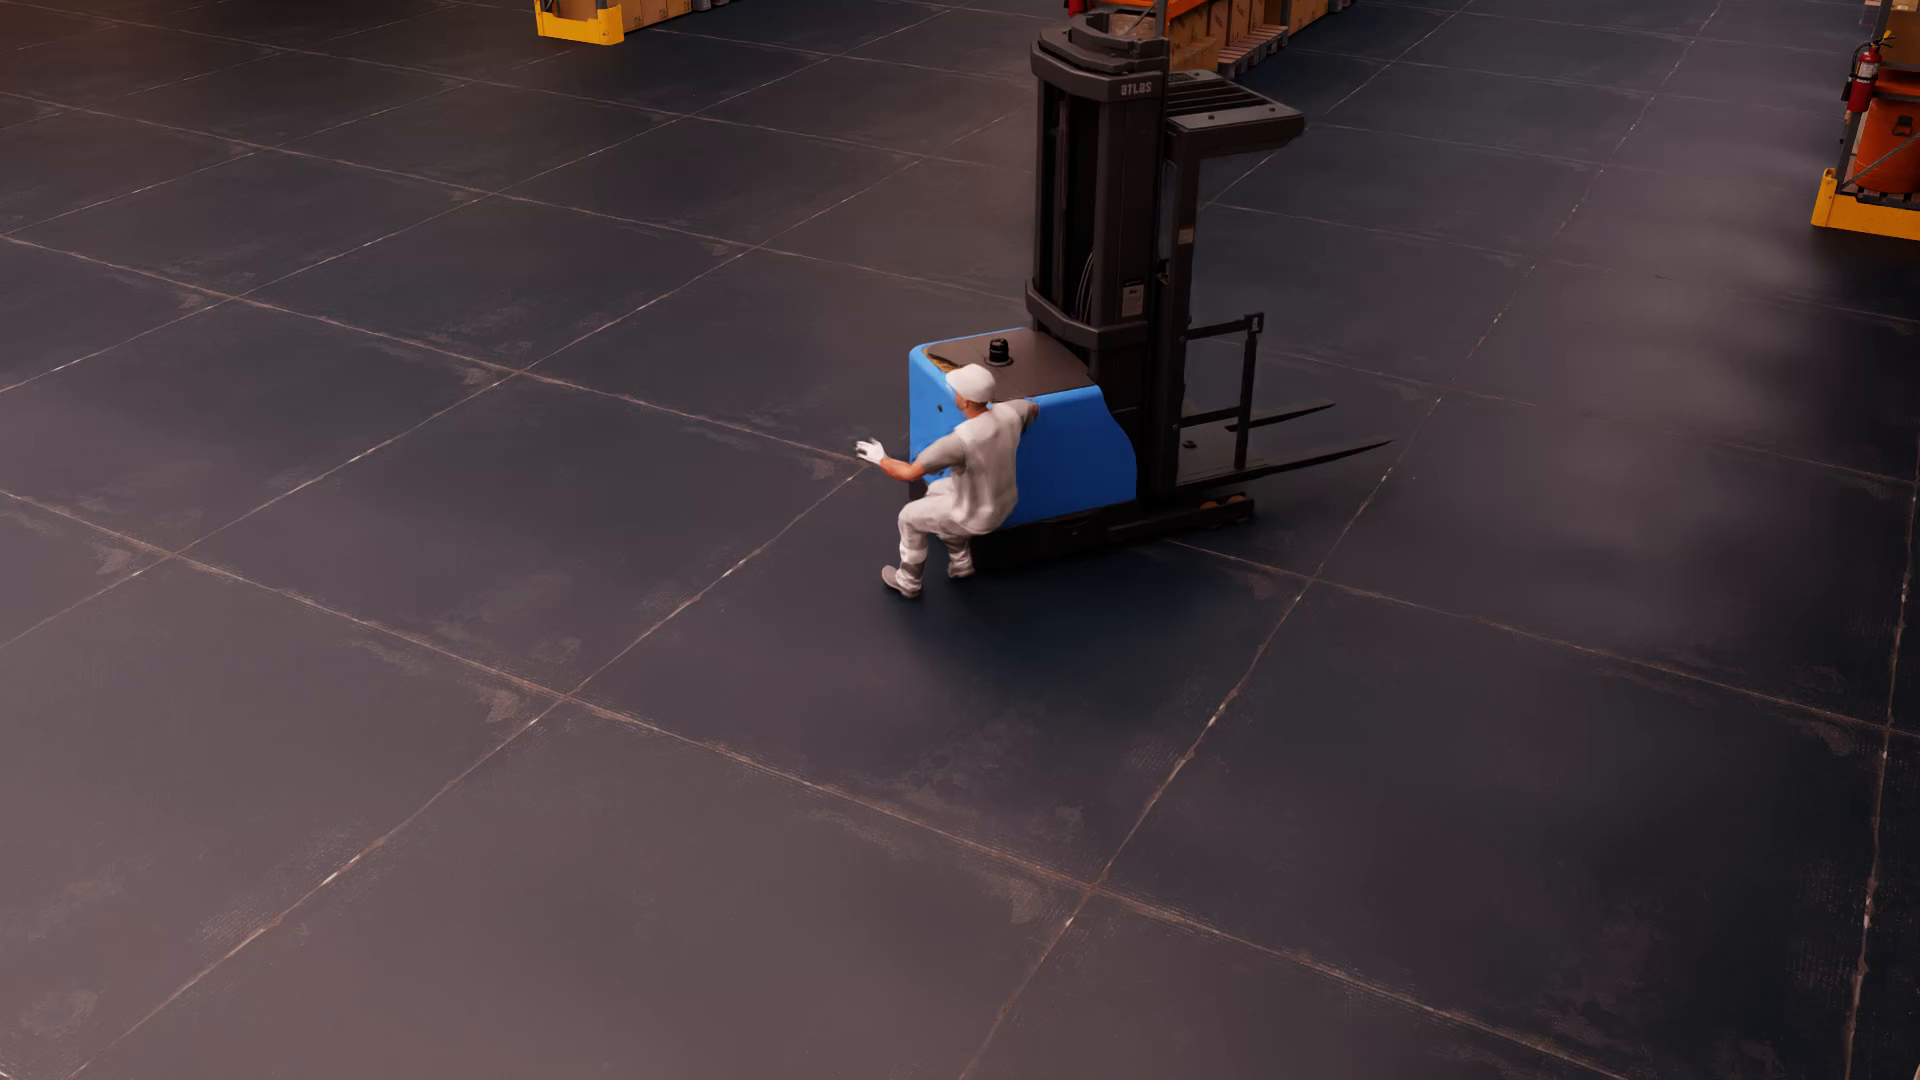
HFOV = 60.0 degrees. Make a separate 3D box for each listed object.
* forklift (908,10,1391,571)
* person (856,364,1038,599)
[{"bbox_3d":[1.247,-1.566,9.784,3.031,2.935,1.130,-12,32,-20],"label":"forklift"},{"bbox_3d":[-0.074,-0.327,9.039,0.873,1.543,0.992,19,35,30],"label":"person"}]
